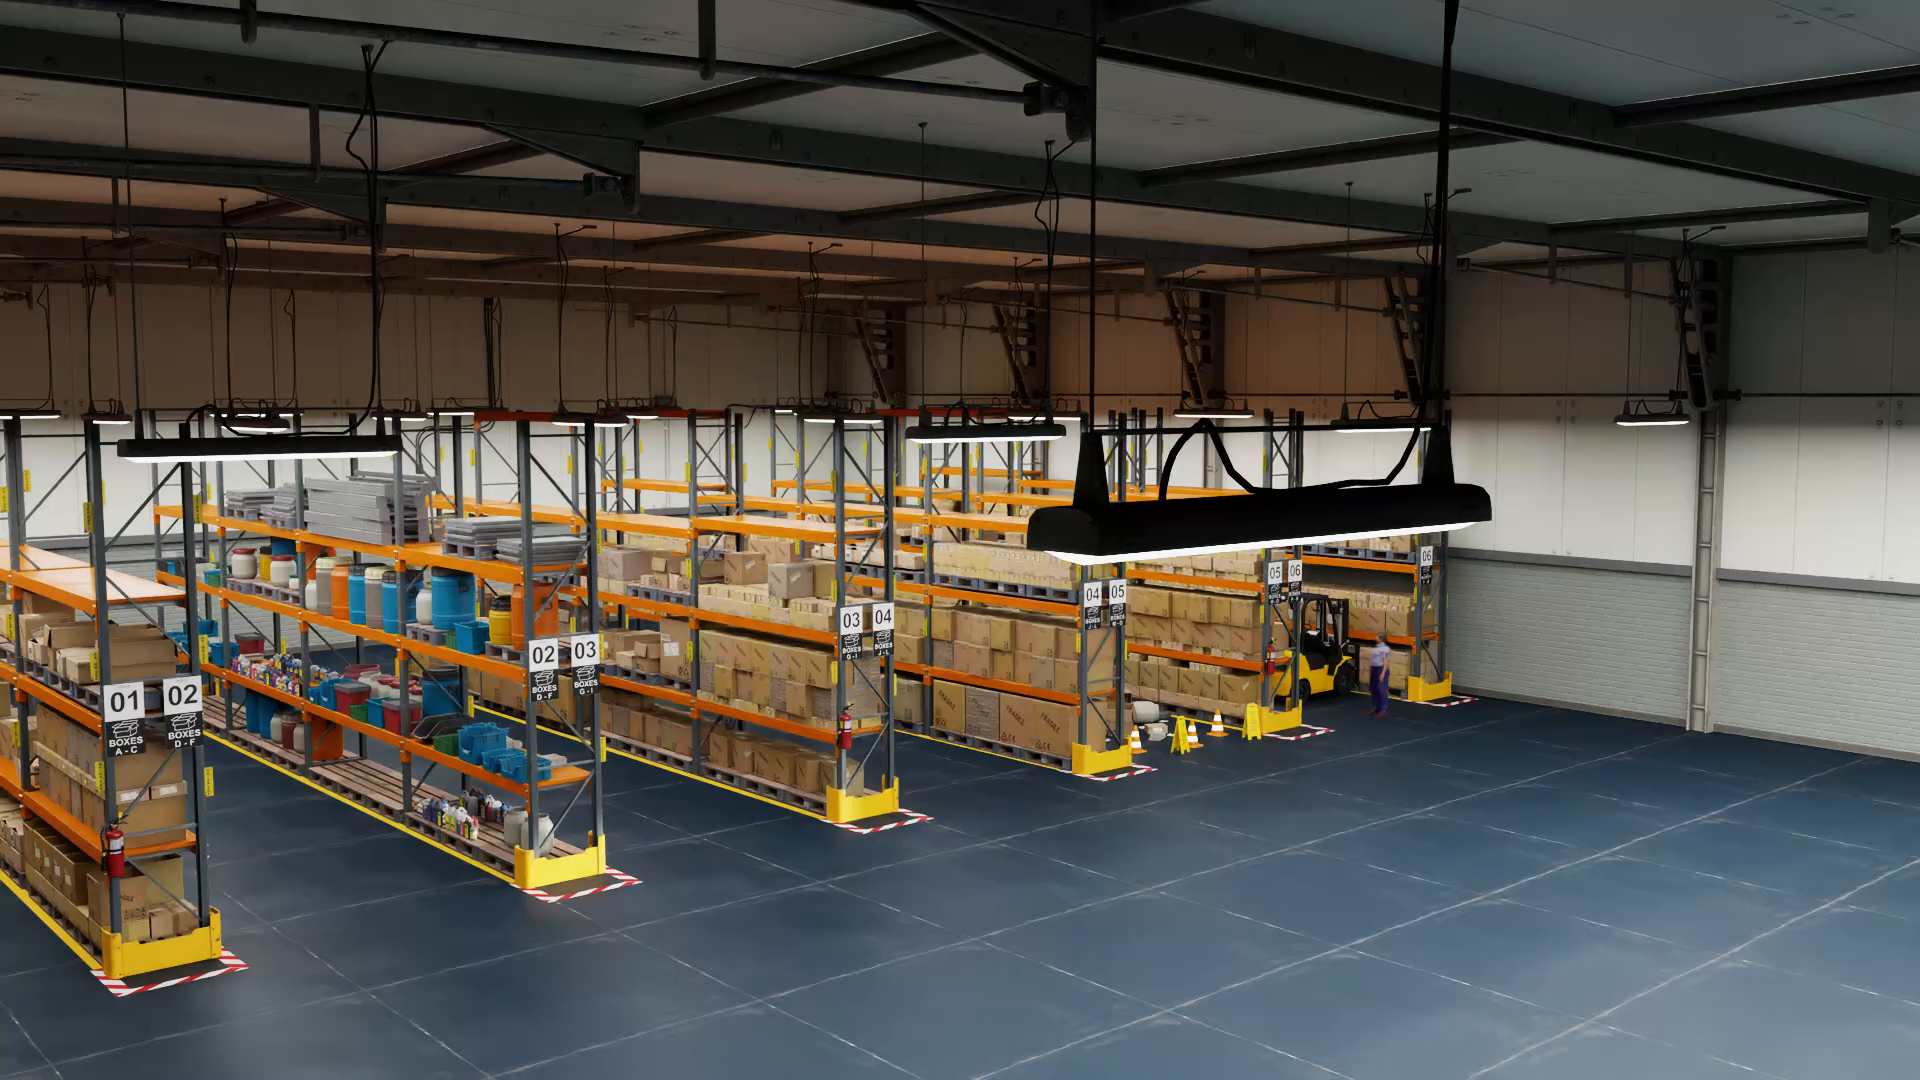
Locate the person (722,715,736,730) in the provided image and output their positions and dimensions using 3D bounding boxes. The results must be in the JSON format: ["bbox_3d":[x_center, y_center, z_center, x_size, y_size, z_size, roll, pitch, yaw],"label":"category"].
[{"bbox_3d":[-4.294,2.773,31.189,0.488,1.688,0.462,0,5,-3],"label":"person"}]

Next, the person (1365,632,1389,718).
[{"bbox_3d":[8.231,2.649,32.758,0.353,1.662,0.496,-3,6,-29],"label":"person"}]
